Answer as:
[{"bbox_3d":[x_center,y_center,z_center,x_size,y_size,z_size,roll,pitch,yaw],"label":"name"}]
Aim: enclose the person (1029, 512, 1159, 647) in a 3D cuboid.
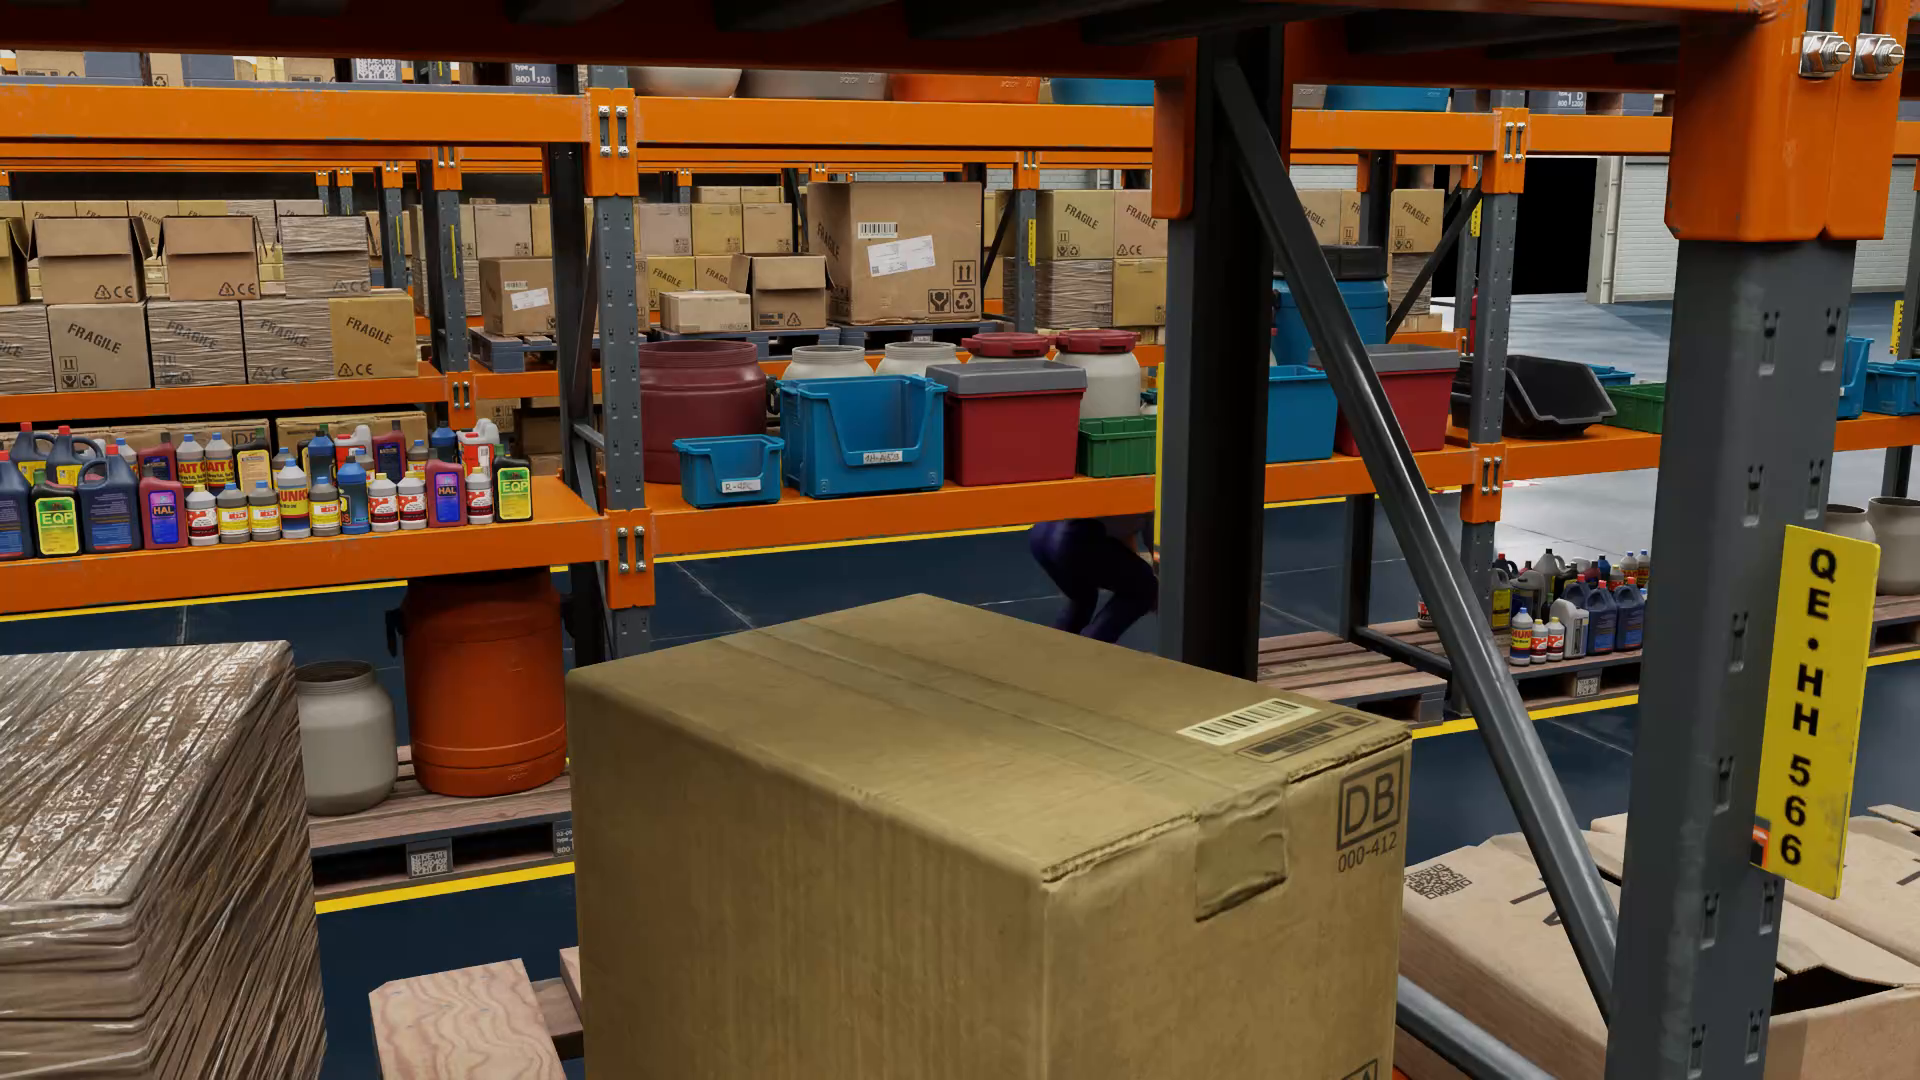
[{"bbox_3d":[0.777,0.170,8.270,0.857,1.202,0.513,-6,13,-25],"label":"person"}]
